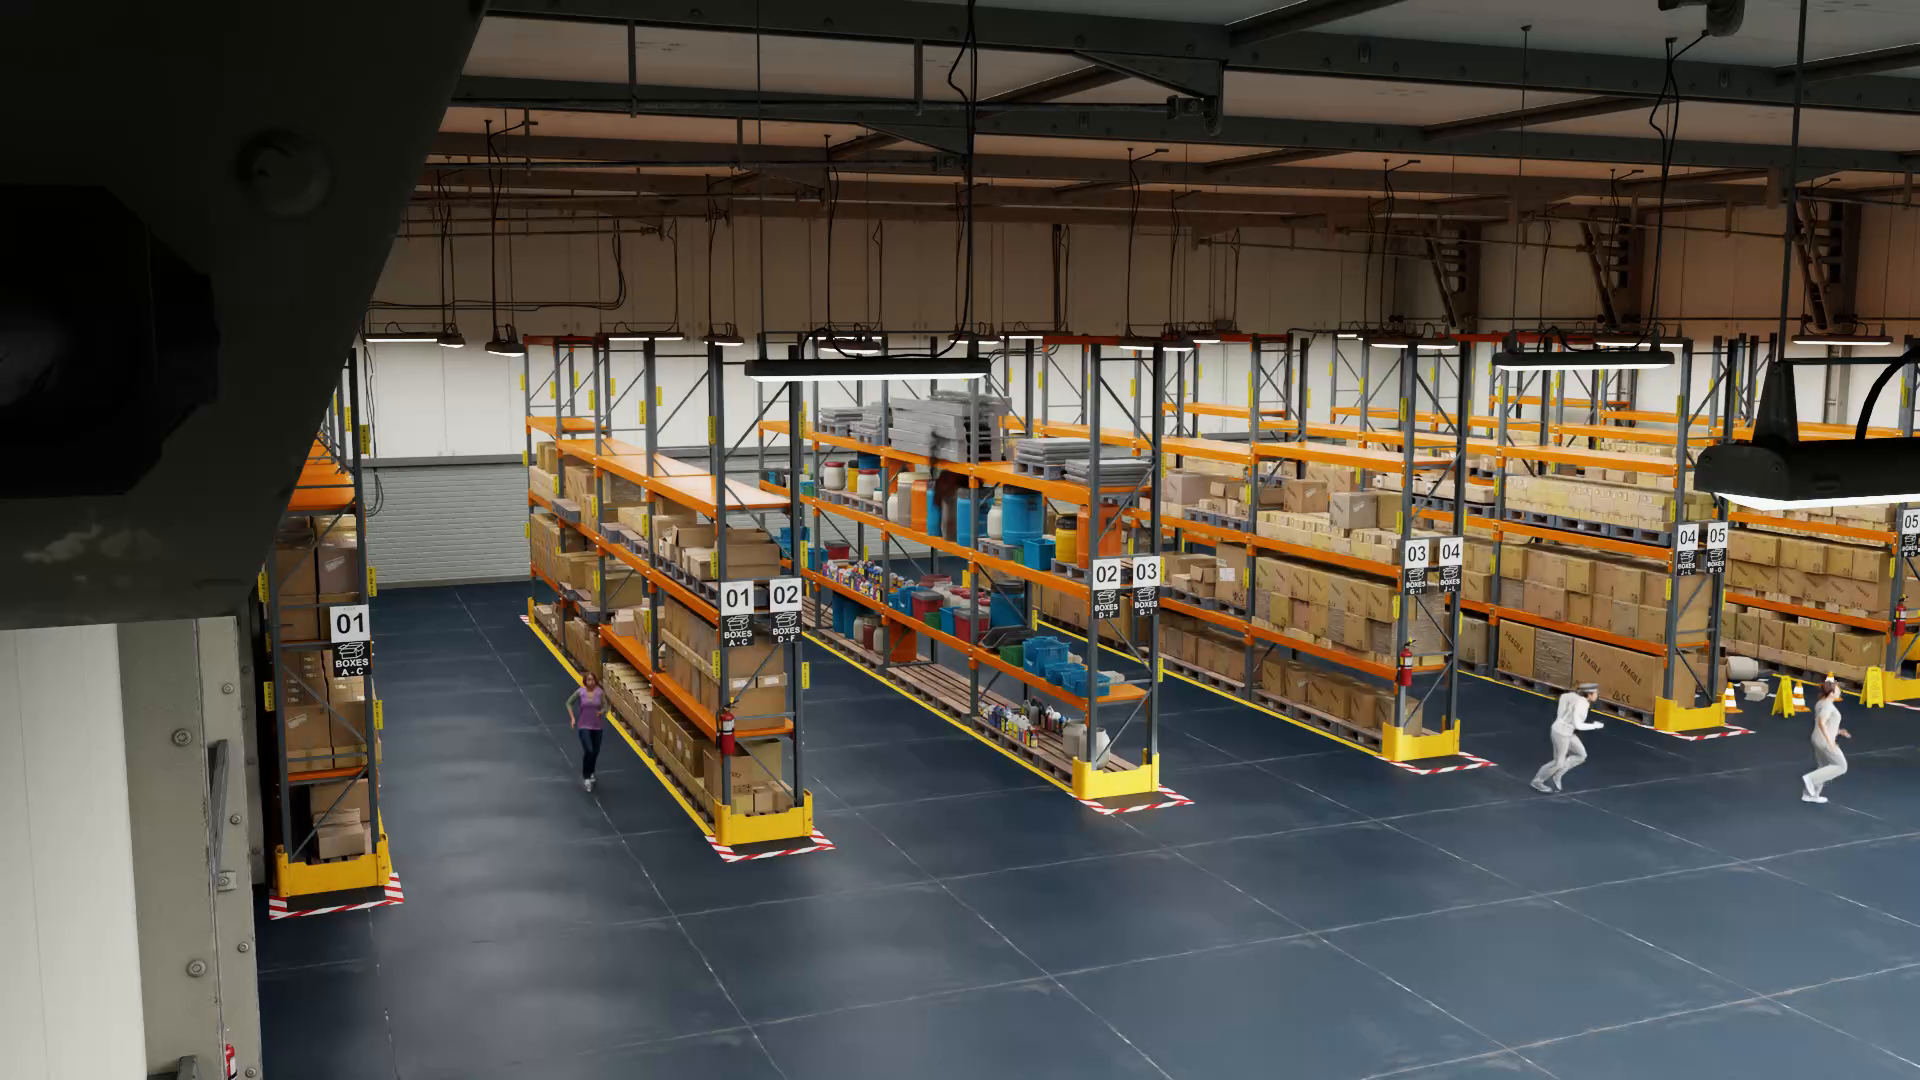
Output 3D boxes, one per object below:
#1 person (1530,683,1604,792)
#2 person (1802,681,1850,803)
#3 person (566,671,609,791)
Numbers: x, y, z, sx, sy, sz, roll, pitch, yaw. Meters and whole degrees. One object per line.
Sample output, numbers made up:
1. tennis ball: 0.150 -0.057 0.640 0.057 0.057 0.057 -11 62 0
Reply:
1. person: 8.135 2.625 22.253 0.886 1.517 0.641 3 8 21
2. person: 11.354 2.646 21.761 0.592 1.620 0.556 2 8 12
3. person: -4.993 2.566 22.431 0.503 1.617 0.682 -4 9 -29
